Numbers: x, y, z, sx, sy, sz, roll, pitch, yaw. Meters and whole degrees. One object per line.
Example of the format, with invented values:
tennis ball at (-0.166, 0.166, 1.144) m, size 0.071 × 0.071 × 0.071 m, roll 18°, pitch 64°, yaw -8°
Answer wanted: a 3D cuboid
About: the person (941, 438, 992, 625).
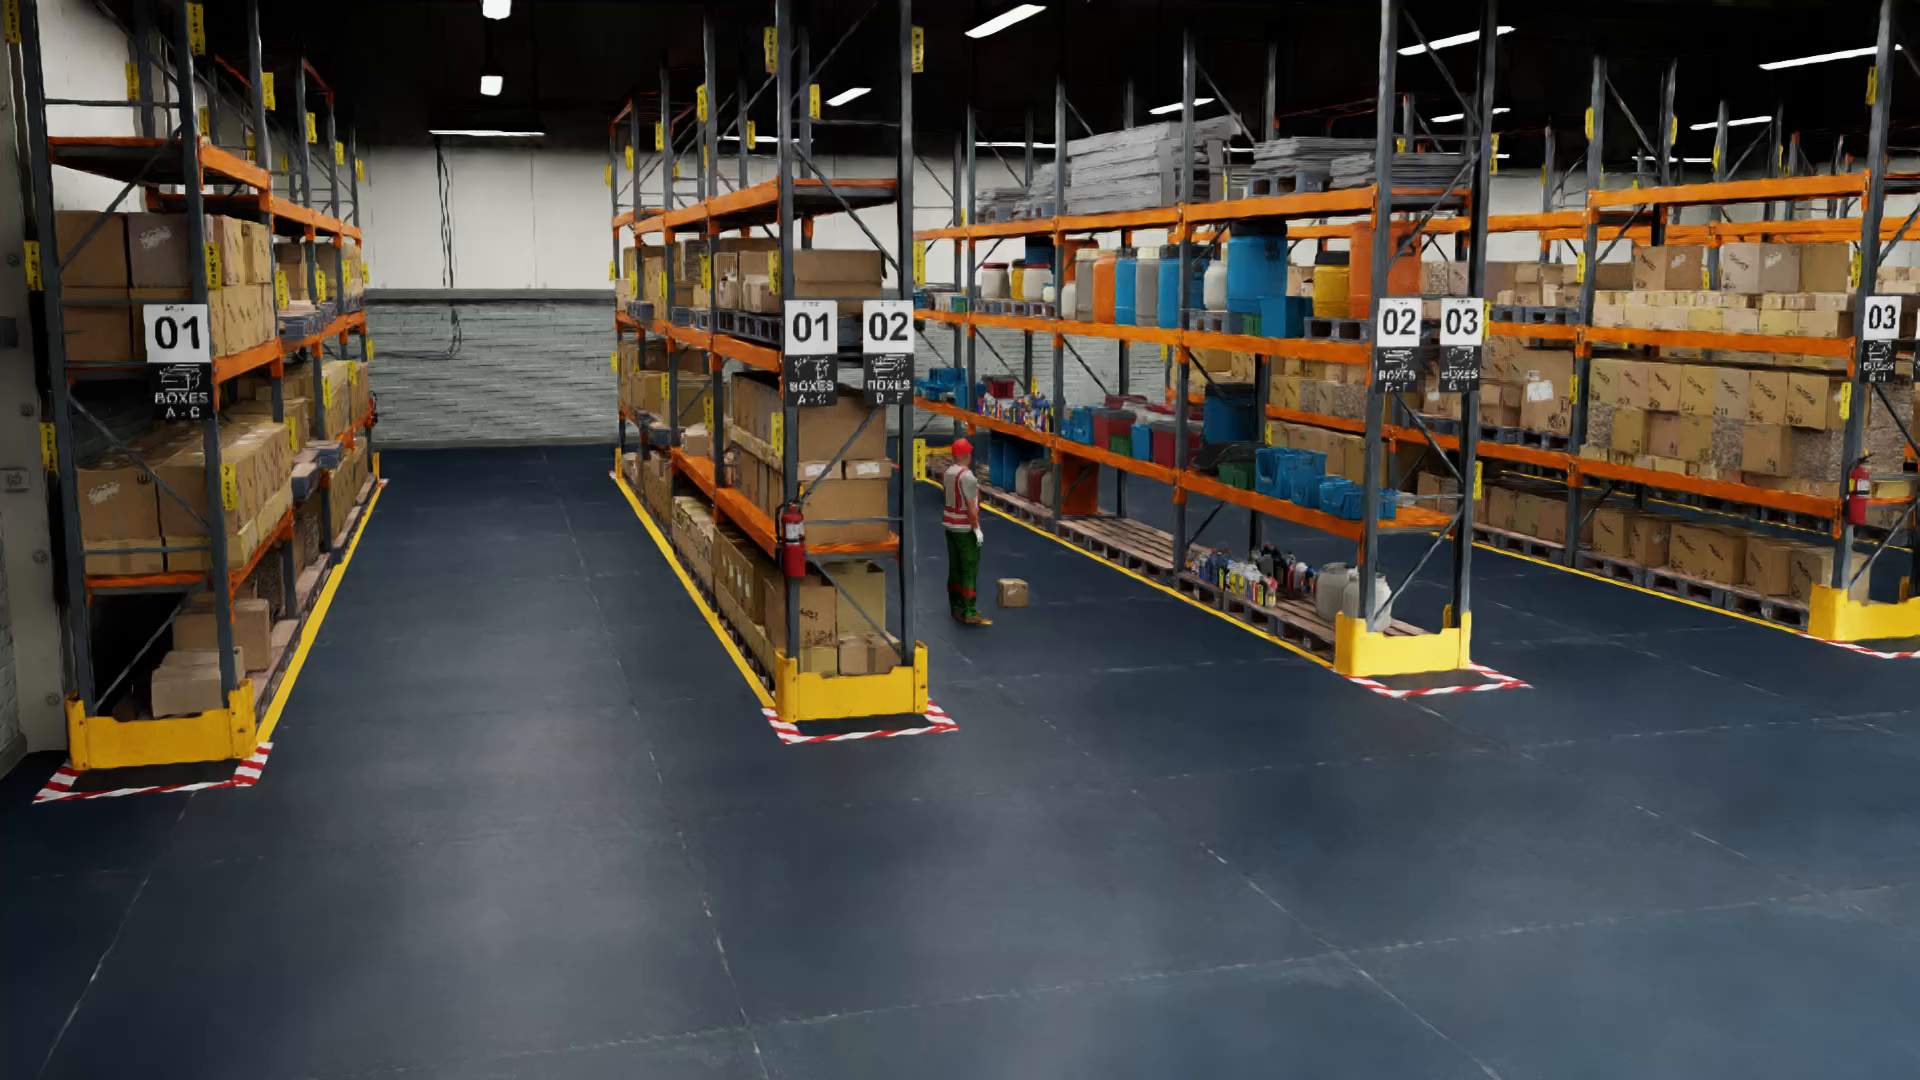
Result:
person at (0.052, -0.093, 16.323) m, size 0.383 × 1.821 × 0.590 m, roll -5°, pitch 10°, yaw -28°
